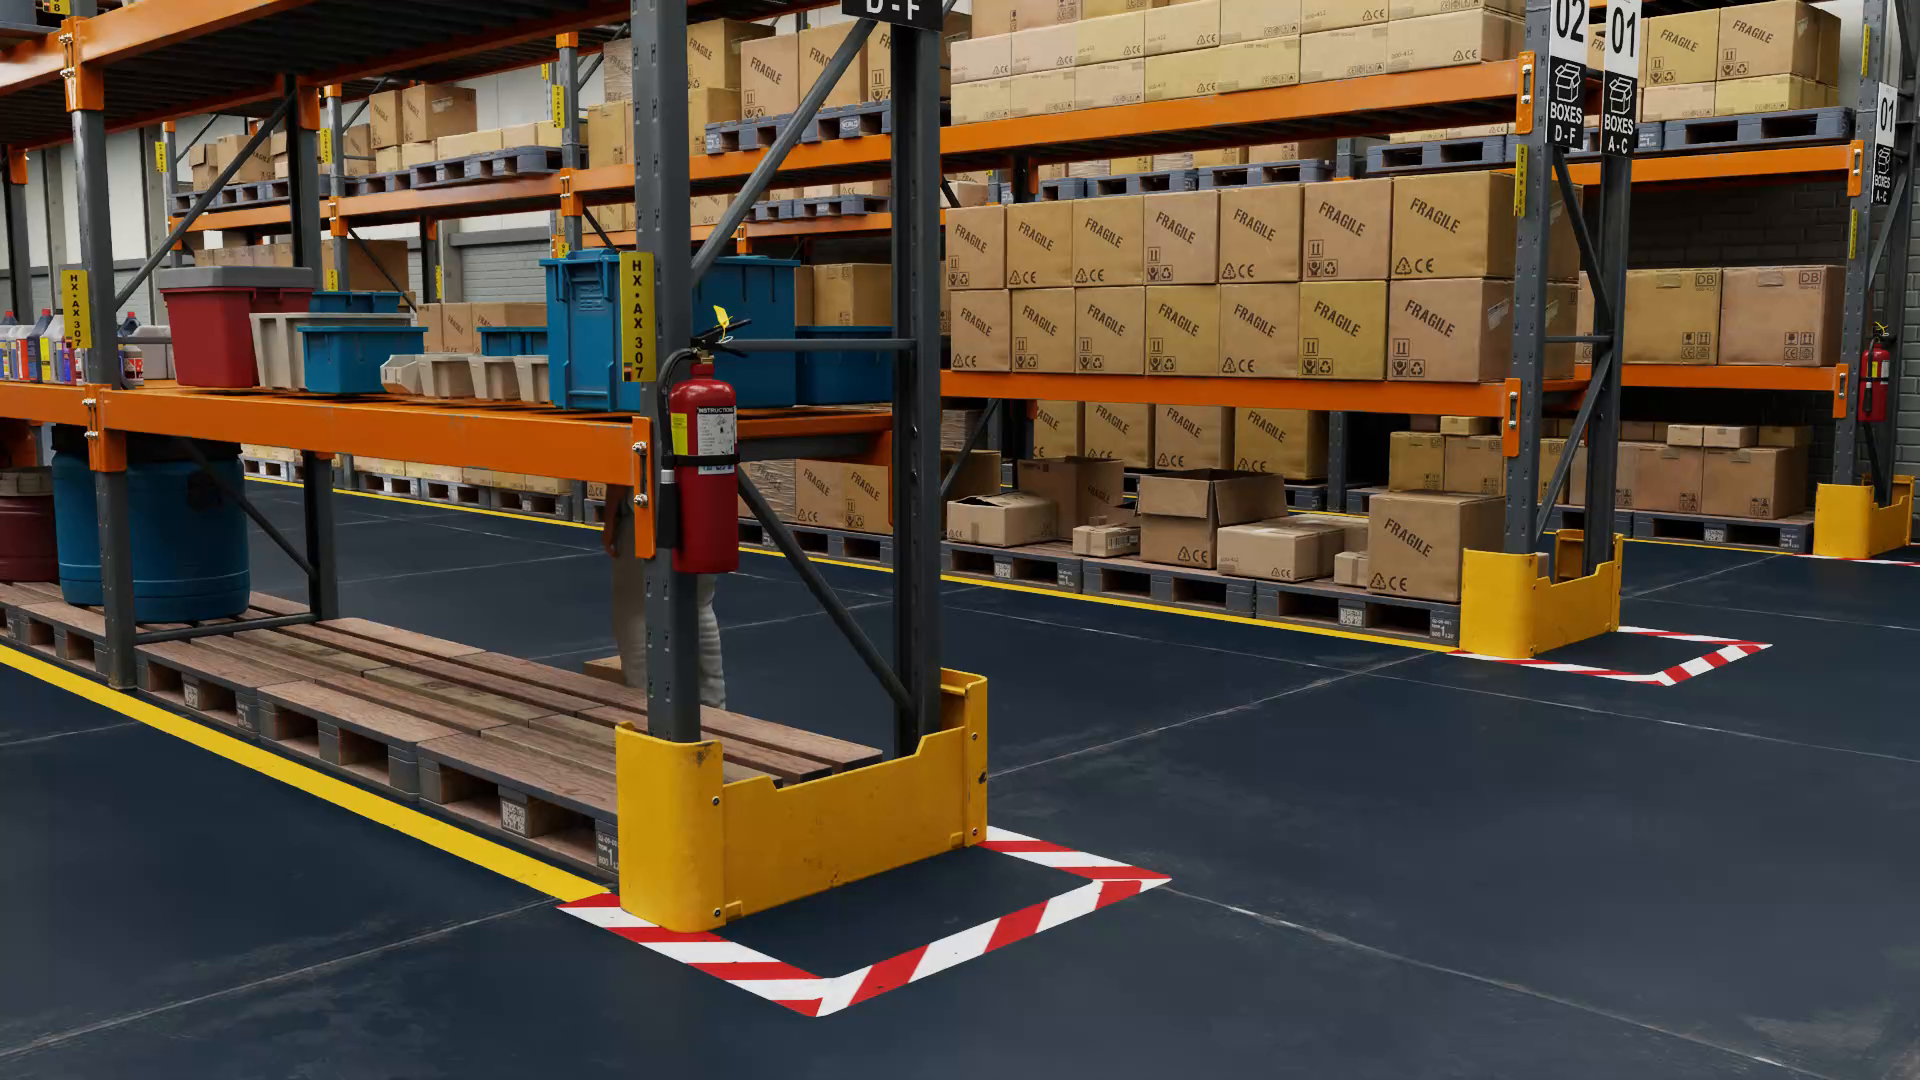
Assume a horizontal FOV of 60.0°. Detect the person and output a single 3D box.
[{"bbox_3d":[-1.139,-0.080,6.375,0.467,1.666,0.537,7,10,43],"label":"person"}]
